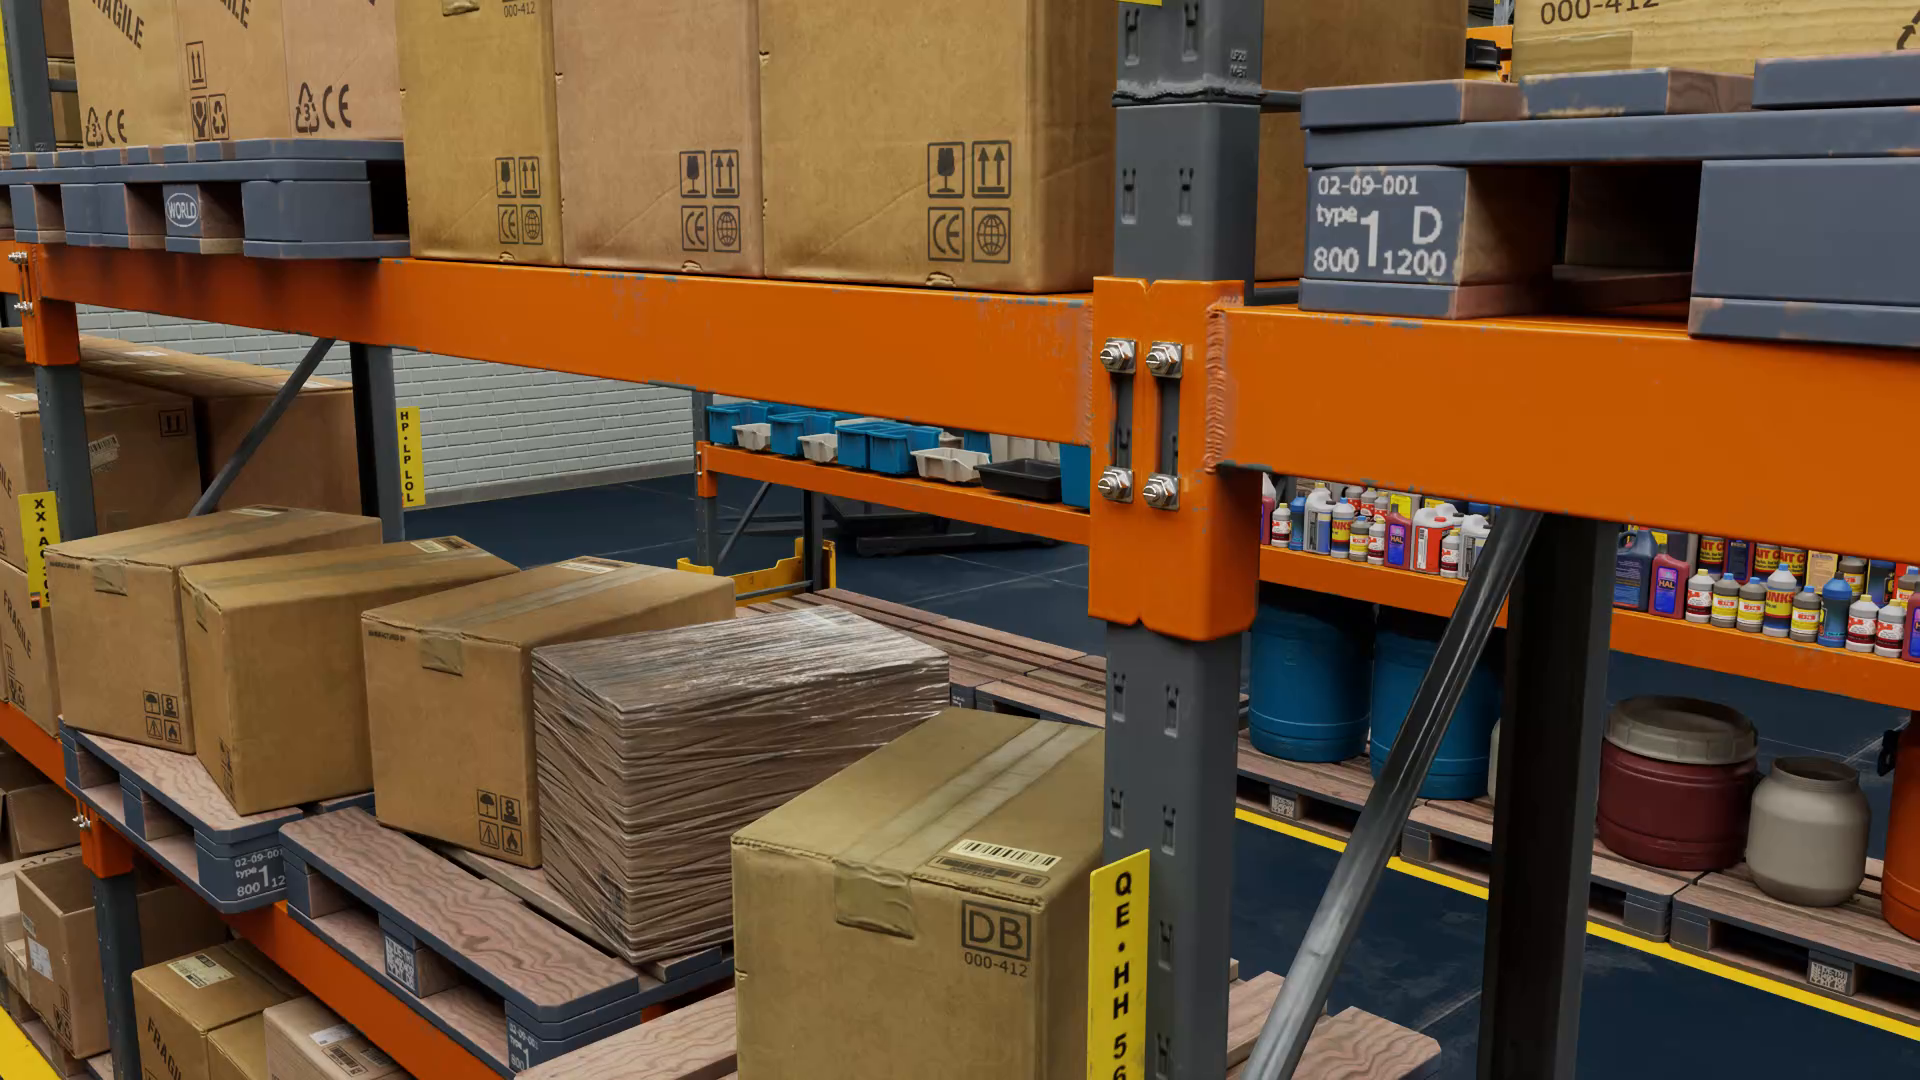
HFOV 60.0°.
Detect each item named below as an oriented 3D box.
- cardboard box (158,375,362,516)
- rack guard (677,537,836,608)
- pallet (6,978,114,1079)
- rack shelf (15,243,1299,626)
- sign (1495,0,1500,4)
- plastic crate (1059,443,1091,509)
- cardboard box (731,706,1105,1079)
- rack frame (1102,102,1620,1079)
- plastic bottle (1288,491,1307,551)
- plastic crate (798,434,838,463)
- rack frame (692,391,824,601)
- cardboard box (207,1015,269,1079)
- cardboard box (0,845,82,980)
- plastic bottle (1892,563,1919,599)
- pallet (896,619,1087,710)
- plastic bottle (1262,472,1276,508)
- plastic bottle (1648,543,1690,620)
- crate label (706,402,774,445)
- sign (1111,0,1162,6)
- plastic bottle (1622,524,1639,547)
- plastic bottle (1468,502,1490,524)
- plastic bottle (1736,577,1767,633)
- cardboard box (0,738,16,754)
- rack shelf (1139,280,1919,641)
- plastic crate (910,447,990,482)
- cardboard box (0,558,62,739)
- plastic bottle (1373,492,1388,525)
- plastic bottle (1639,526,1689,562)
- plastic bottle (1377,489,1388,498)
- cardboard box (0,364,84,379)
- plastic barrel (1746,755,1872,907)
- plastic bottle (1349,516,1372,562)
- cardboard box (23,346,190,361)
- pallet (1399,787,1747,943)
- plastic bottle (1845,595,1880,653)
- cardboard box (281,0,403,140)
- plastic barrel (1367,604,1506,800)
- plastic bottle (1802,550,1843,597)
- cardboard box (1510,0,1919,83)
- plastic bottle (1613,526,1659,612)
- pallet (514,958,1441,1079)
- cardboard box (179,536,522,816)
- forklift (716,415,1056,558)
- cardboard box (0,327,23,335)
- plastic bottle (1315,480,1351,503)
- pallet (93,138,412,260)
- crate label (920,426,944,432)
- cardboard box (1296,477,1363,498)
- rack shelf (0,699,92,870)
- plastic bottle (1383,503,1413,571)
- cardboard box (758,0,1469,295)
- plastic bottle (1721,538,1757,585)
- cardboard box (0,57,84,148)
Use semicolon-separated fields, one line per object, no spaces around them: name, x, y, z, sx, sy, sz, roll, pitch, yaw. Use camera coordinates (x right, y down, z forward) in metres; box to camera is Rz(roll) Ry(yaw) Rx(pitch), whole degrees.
cardboard box;-2.321;-0.272;5.570;0.500;0.500;0.500;-10;16;-41
rack guard;-1.403;0.324;11.599;1.175;0.500;0.348;-11;16;-43
pallet;-2.673;1.641;5.926;1.003;0.211;1.213;-11;16;-43
rack shelf;-0.818;-0.450;3.510;1.077;0.370;4.000;-11;16;-43
sign;5.470;-5.624;16.897;0.100;0.325;0.005;-11;16;-43
plastic crate;0.817;-0.357;8.600;0.392;0.384;0.575;-11;16;-43
cardboard box;0.046;0.628;2.641;0.500;0.500;0.700;6;13;26
rack frame;0.563;0.959;2.324;1.000;3.000;0.127;-11;16;-43
plastic bottle;1.583;-0.091;7.737;0.097;0.271;0.097;0;12;0
plastic crate;-0.814;-0.559;10.198;0.250;0.136;0.298;-11;16;-43
rack frame;-1.377;-0.898;11.338;1.000;3.000;0.127;-11;16;-43
cardboard box;-1.665;1.565;4.487;0.500;0.500;0.500;-11;16;-42
cardboard box;-3.316;1.323;6.127;0.500;0.311;0.500;-11;16;-43
plastic bottle;3.763;0.154;6.537;0.152;0.276;0.135;-11;16;-43
pallet;0.003;0.771;10.145;1.003;0.211;1.213;-11;16;-43
plastic bottle;1.422;-0.188;8.013;0.144;0.351;0.185;-11;16;-43
plastic bottle;2.771;0.160;6.491;0.061;0.283;0.133;-11;16;-43
crate label;-1.444;-0.764;10.952;0.416;0.233;0.303;-11;16;-43
sign;0.169;-0.688;1.603;0.100;0.325;0.005;-11;16;-43
plastic bottle;3.018;-0.041;7.300;0.144;0.351;0.185;-11;16;-43
plastic bottle;2.415;-0.092;7.744;0.097;0.271;0.097;0;12;0
plastic bottle;2.998;0.243;6.292;0.097;0.201;0.097;0;12;0
cardboard box;-4.408;0.845;7.980;0.500;0.500;0.500;-11;16;-43
rack shelf;1.944;0.134;0.677;1.077;0.370;4.000;-11;16;-43
plastic crate;-0.034;-0.427;9.556;0.293;0.136;0.466;-11;16;-43
cardboard box;-2.730;0.289;5.328;0.500;0.500;0.500;-11;16;-42
plastic bottle;2.067;-0.131;8.108;0.097;0.201;0.097;0;12;0
plastic bottle;3.001;0.000;7.101;0.144;0.351;0.185;-11;16;-43
plastic bottle;2.144;-0.188;8.198;0.152;0.276;0.135;-11;16;-43
cardboard box;-3.440;-0.349;5.947;0.500;0.500;0.500;-11;16;-42
plastic barrel;3.343;1.143;6.555;0.421;0.512;0.421;0;12;0
plastic bottle;1.810;-0.008;7.510;0.097;0.201;0.097;0;12;0
cardboard box;-3.390;-0.497;6.665;0.500;0.500;0.500;-10;15;-41
pallet;2.735;1.348;7.347;1.003;0.211;1.213;-11;16;-43
plastic bottle;3.267;0.300;6.016;0.097;0.201;0.097;0;12;0
cardboard box;-0.982;-1.120;3.442;0.600;0.600;0.600;11;16;43
plastic barrel;2.238;0.693;7.776;0.600;0.901;0.708;-11;16;-43
plastic bottle;3.545;0.091;6.825;0.061;0.283;0.133;-11;16;-43
cardboard box;0.917;-0.584;1.710;0.500;0.250;0.500;10;15;41
plastic bottle;2.691;0.098;6.625;0.144;0.351;0.185;-11;16;-43
pallet;0.044;0.964;2.776;1.213;0.211;1.003;-11;16;-43
cardboard box;-1.513;0.312;4.174;0.700;0.500;0.500;-8;14;-34
forklift;-0.613;-1.407;13.976;3.031;2.935;1.130;-3;12;-13
cardboard box;-4.456;-0.721;7.750;0.500;0.500;0.500;-11;16;-43
plastic bottle;1.892;-0.241;8.457;0.152;0.276;0.135;-11;16;-43
pallet;-1.081;-0.746;3.631;1.213;0.211;1.003;-11;16;-43
crate label;-0.283;-0.623;10.508;0.396;0.136;0.243;-11;16;-43
cardboard box;3.334;-0.539;13.817;0.875;0.875;0.875;-11;16;-43
rack shelf;-3.581;0.436;6.646;1.077;0.370;4.000;-11;16;-43
plastic bottle;1.944;-0.015;7.339;0.061;0.283;0.133;-11;16;-43
cardboard box;0.237;-0.618;2.297;0.910;0.500;0.500;-11;16;-43
plastic bottle;3.318;0.043;7.058;0.061;0.283;0.133;-11;16;-43
cardboard box;-2.732;-1.299;4.980;0.500;0.250;0.500;-11;16;-43
